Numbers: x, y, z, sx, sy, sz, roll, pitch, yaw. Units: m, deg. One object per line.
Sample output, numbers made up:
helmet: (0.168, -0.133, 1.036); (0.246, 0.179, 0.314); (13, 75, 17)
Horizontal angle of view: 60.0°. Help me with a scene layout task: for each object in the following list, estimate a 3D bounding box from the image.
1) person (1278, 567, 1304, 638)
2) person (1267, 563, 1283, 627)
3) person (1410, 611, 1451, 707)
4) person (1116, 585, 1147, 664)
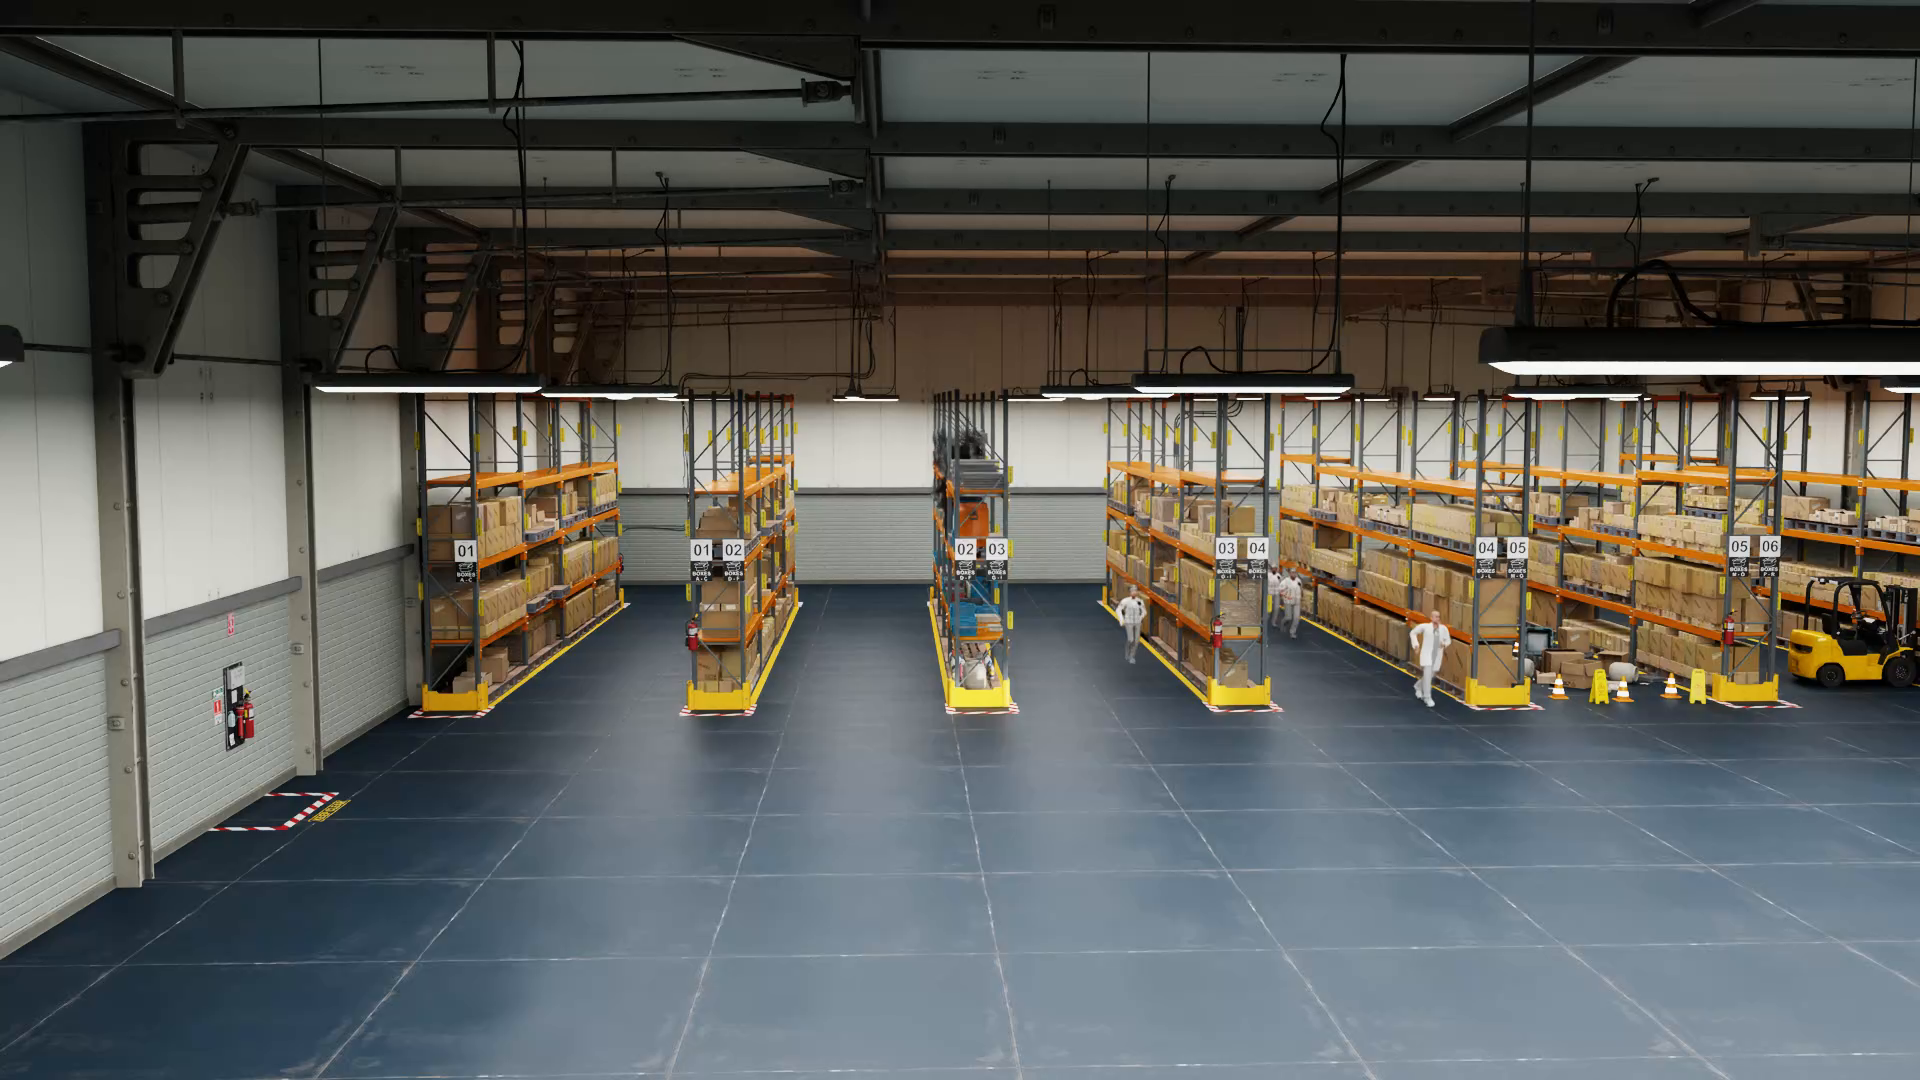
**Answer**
person: (8.152, 1.518, 40.881); (0.664, 1.743, 0.678); (-1, 5, -12)
person: (8.120, 1.400, 43.007); (0.593, 1.654, 0.672); (0, 5, -2)
person: (9.031, 2.234, 31.816); (0.730, 1.755, 1.050); (-1, 5, -9)
person: (3.618, 1.766, 34.811); (0.598, 1.673, 0.501); (-1, 5, -8)
